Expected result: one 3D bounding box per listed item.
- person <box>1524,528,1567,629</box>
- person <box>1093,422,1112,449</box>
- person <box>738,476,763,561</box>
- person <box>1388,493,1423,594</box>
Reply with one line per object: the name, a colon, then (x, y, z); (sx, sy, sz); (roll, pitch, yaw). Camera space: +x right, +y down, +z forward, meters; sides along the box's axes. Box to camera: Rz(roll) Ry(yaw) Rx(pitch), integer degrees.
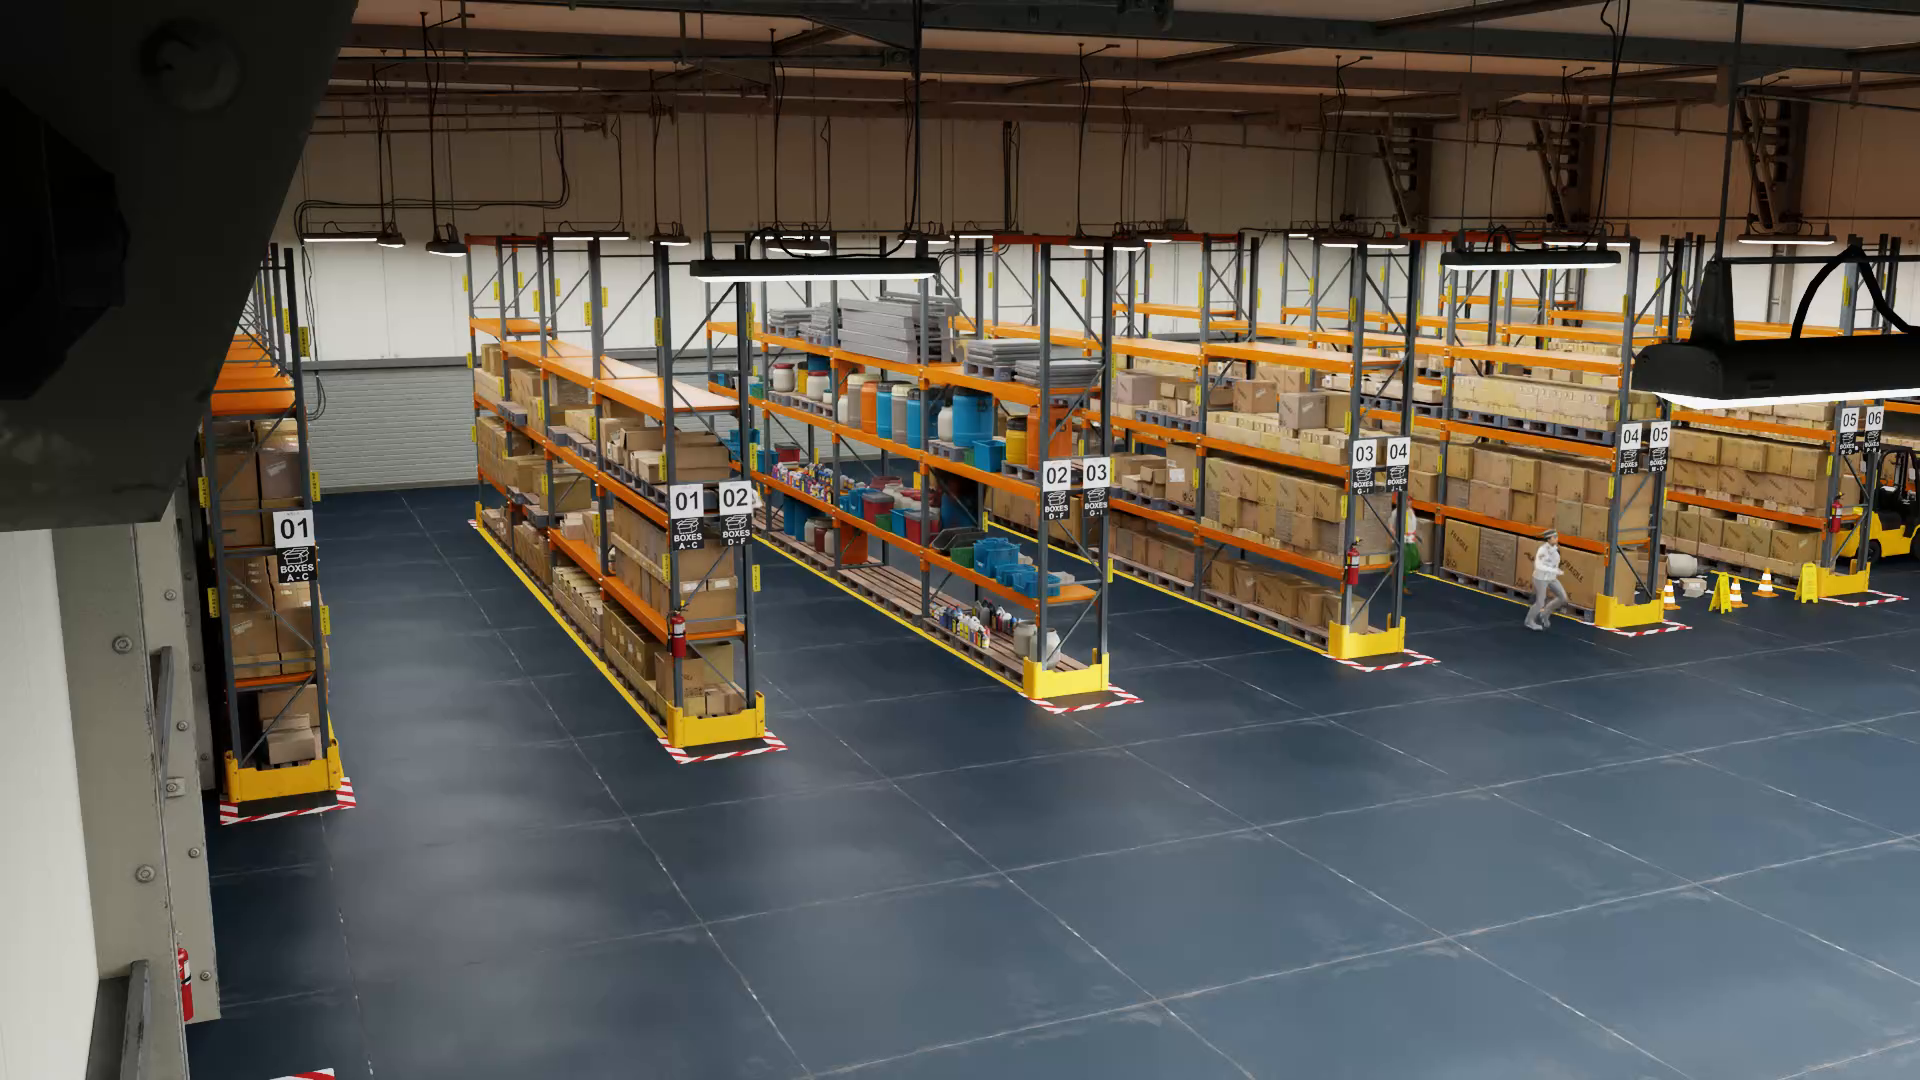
person: (9.066, 0.599, 25.669); (0.629, 1.640, 0.680); (-8, 14, -37)
person: (3.189, -1.853, 38.127); (0.734, 1.715, 0.730); (-2, 11, -13)
person: (-3.920, -0.350, 30.538); (0.584, 1.754, 0.776); (-4, 12, -21)
person: (7.561, 0.043, 28.367); (0.657, 1.742, 0.602); (-7, 13, -33)
